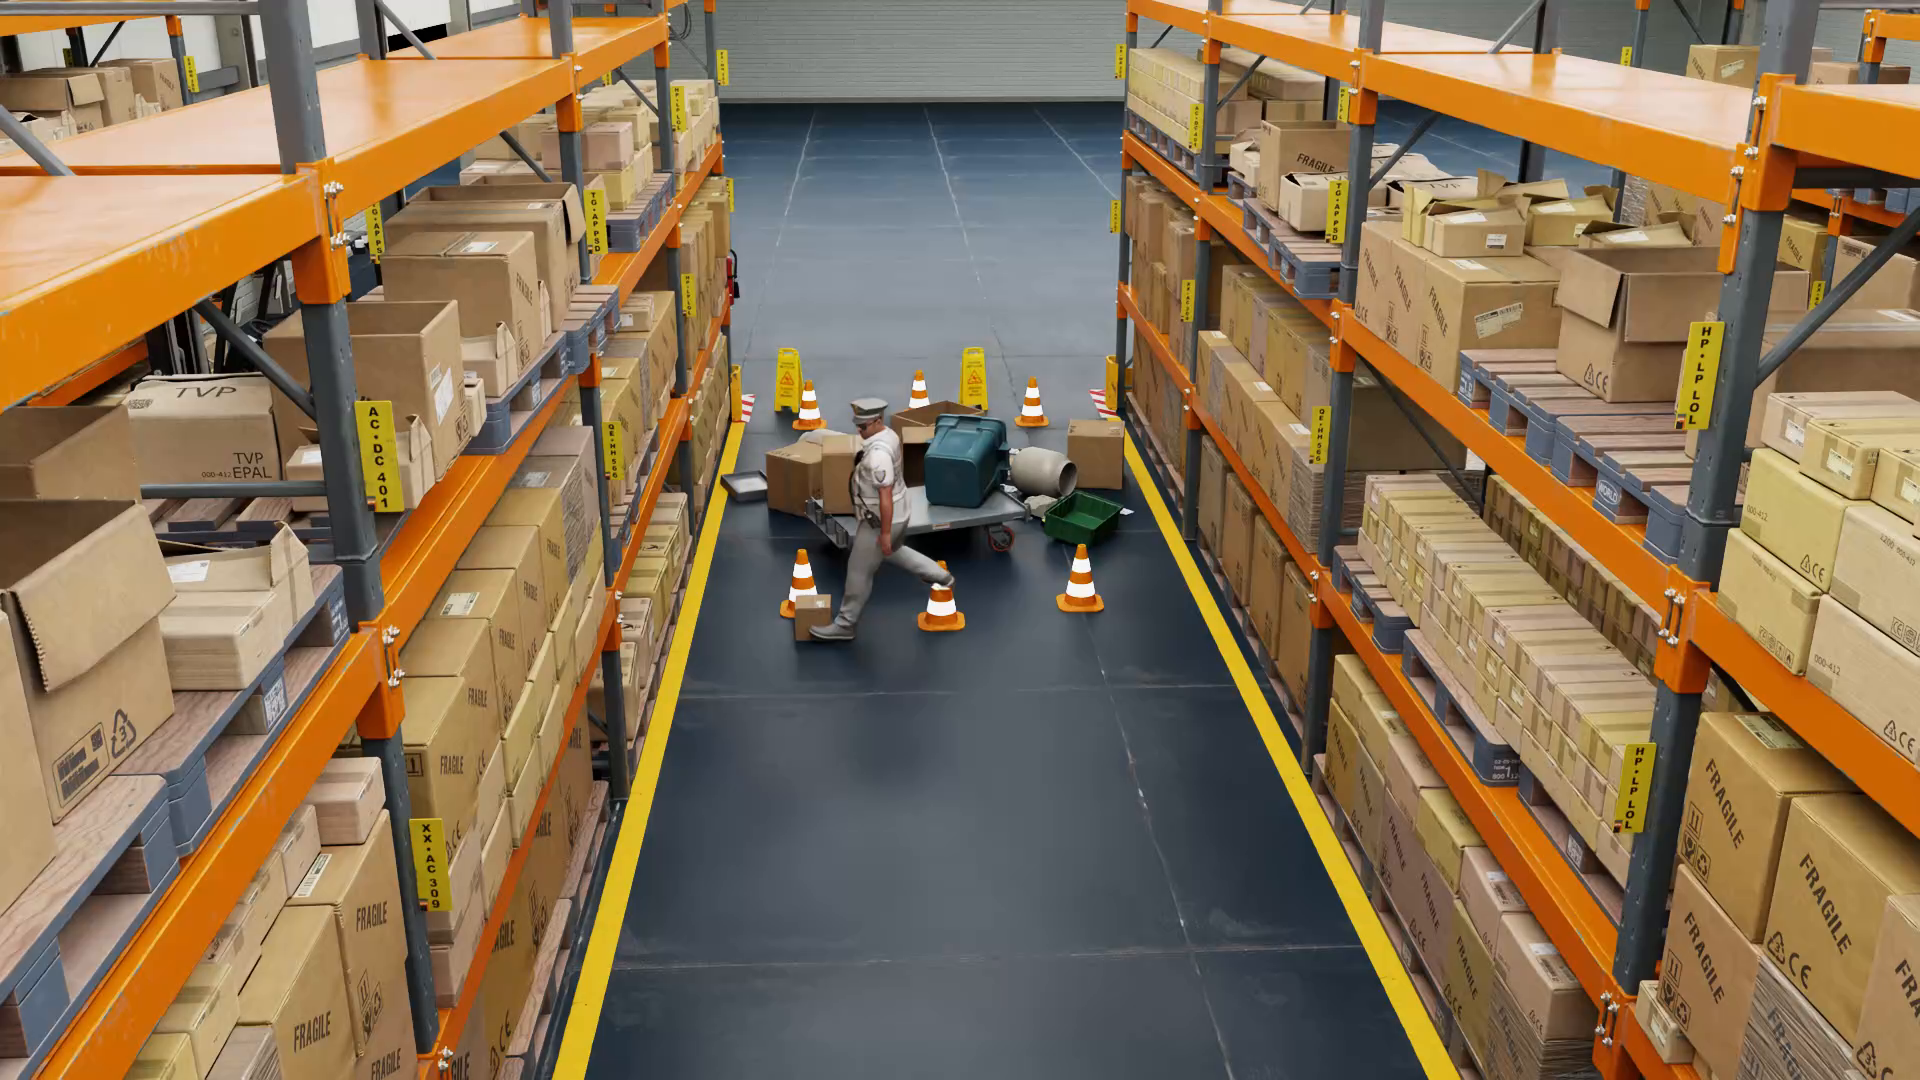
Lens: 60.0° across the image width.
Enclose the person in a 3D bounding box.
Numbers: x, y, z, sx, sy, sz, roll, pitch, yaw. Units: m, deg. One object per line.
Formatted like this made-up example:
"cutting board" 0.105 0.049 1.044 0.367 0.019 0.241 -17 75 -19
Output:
"person" -0.539 -0.173 11.558 0.957 1.712 0.676 4 21 10
